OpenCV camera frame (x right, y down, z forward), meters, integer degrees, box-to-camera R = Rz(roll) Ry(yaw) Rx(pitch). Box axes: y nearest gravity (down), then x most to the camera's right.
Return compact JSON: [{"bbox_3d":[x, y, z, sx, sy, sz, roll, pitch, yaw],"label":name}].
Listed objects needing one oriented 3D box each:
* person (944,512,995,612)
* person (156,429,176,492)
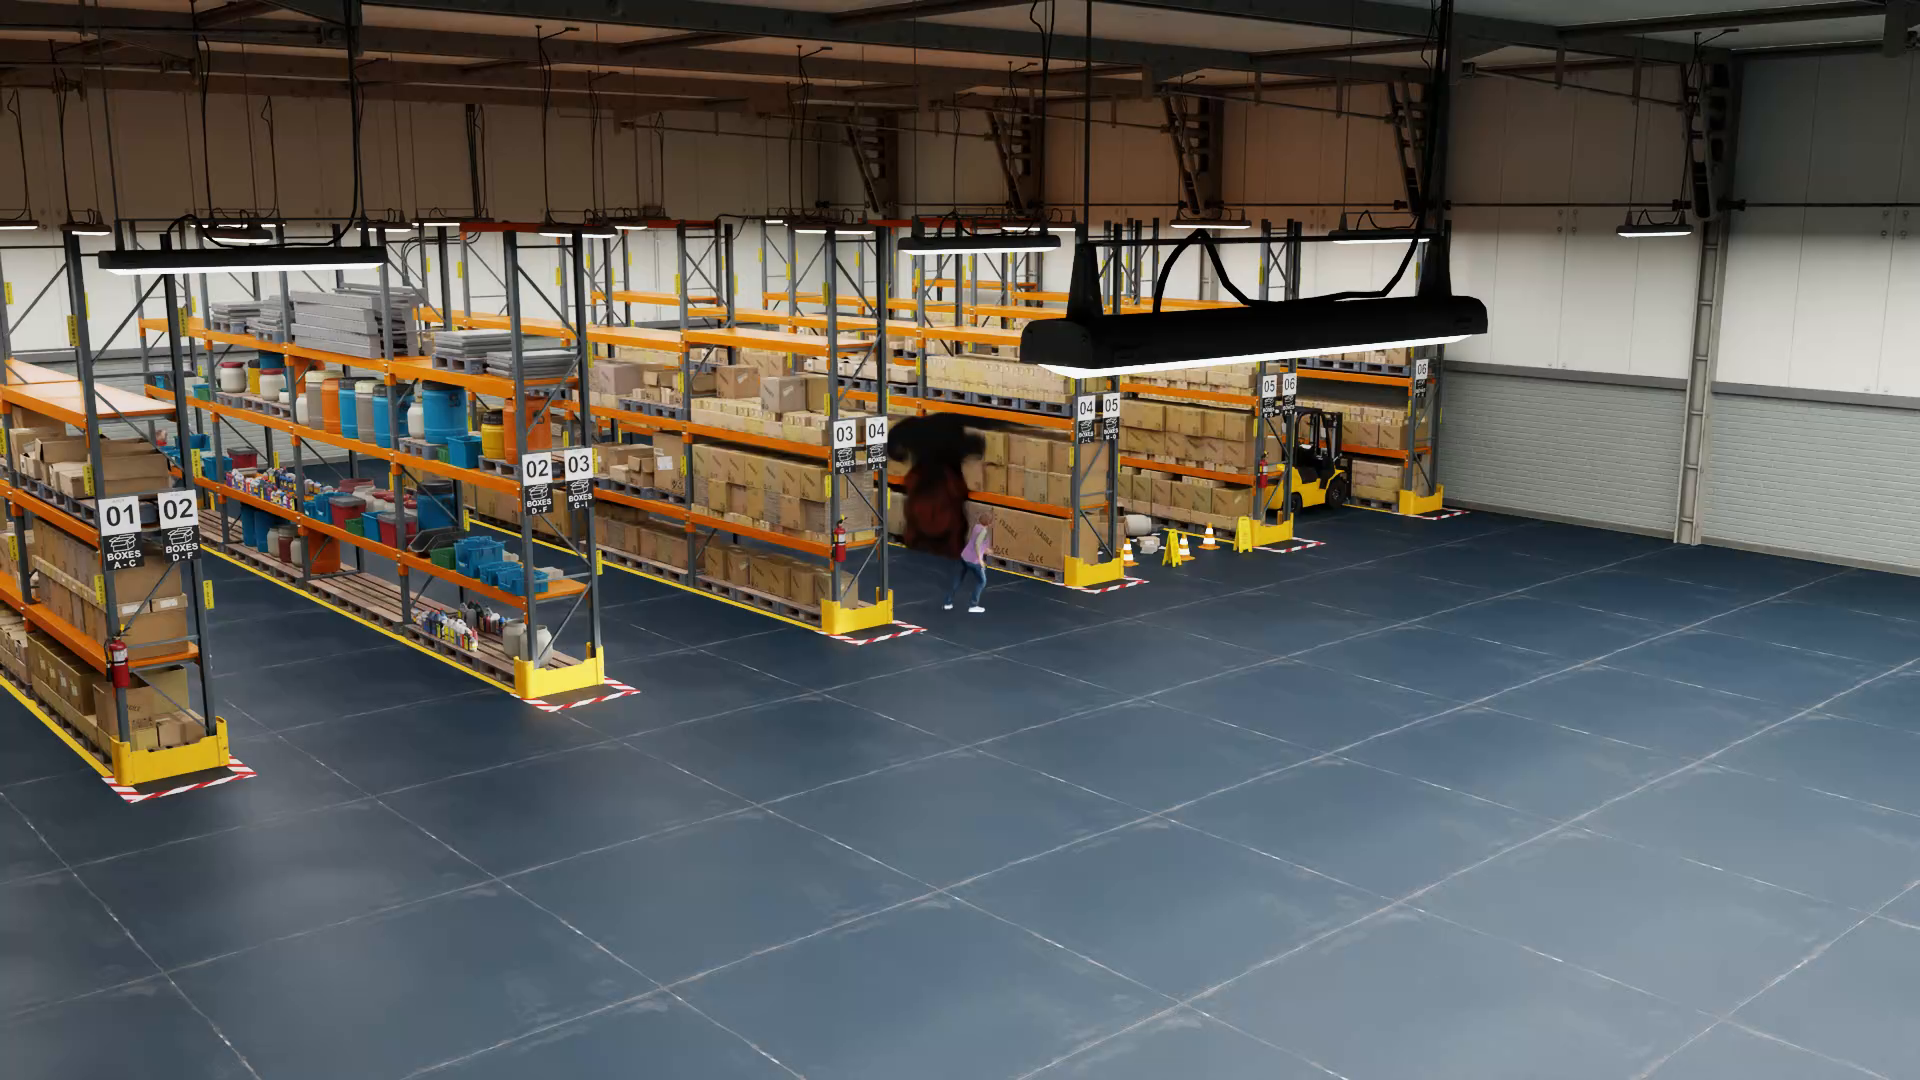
[{"bbox_3d":[0.172,0.335,24.931,0.795,1.524,0.585,-6,13,-28],"label":"person"},{"bbox_3d":[-16.573,-1.434,34.543,0.985,1.735,0.684,0,11,1],"label":"person"}]
